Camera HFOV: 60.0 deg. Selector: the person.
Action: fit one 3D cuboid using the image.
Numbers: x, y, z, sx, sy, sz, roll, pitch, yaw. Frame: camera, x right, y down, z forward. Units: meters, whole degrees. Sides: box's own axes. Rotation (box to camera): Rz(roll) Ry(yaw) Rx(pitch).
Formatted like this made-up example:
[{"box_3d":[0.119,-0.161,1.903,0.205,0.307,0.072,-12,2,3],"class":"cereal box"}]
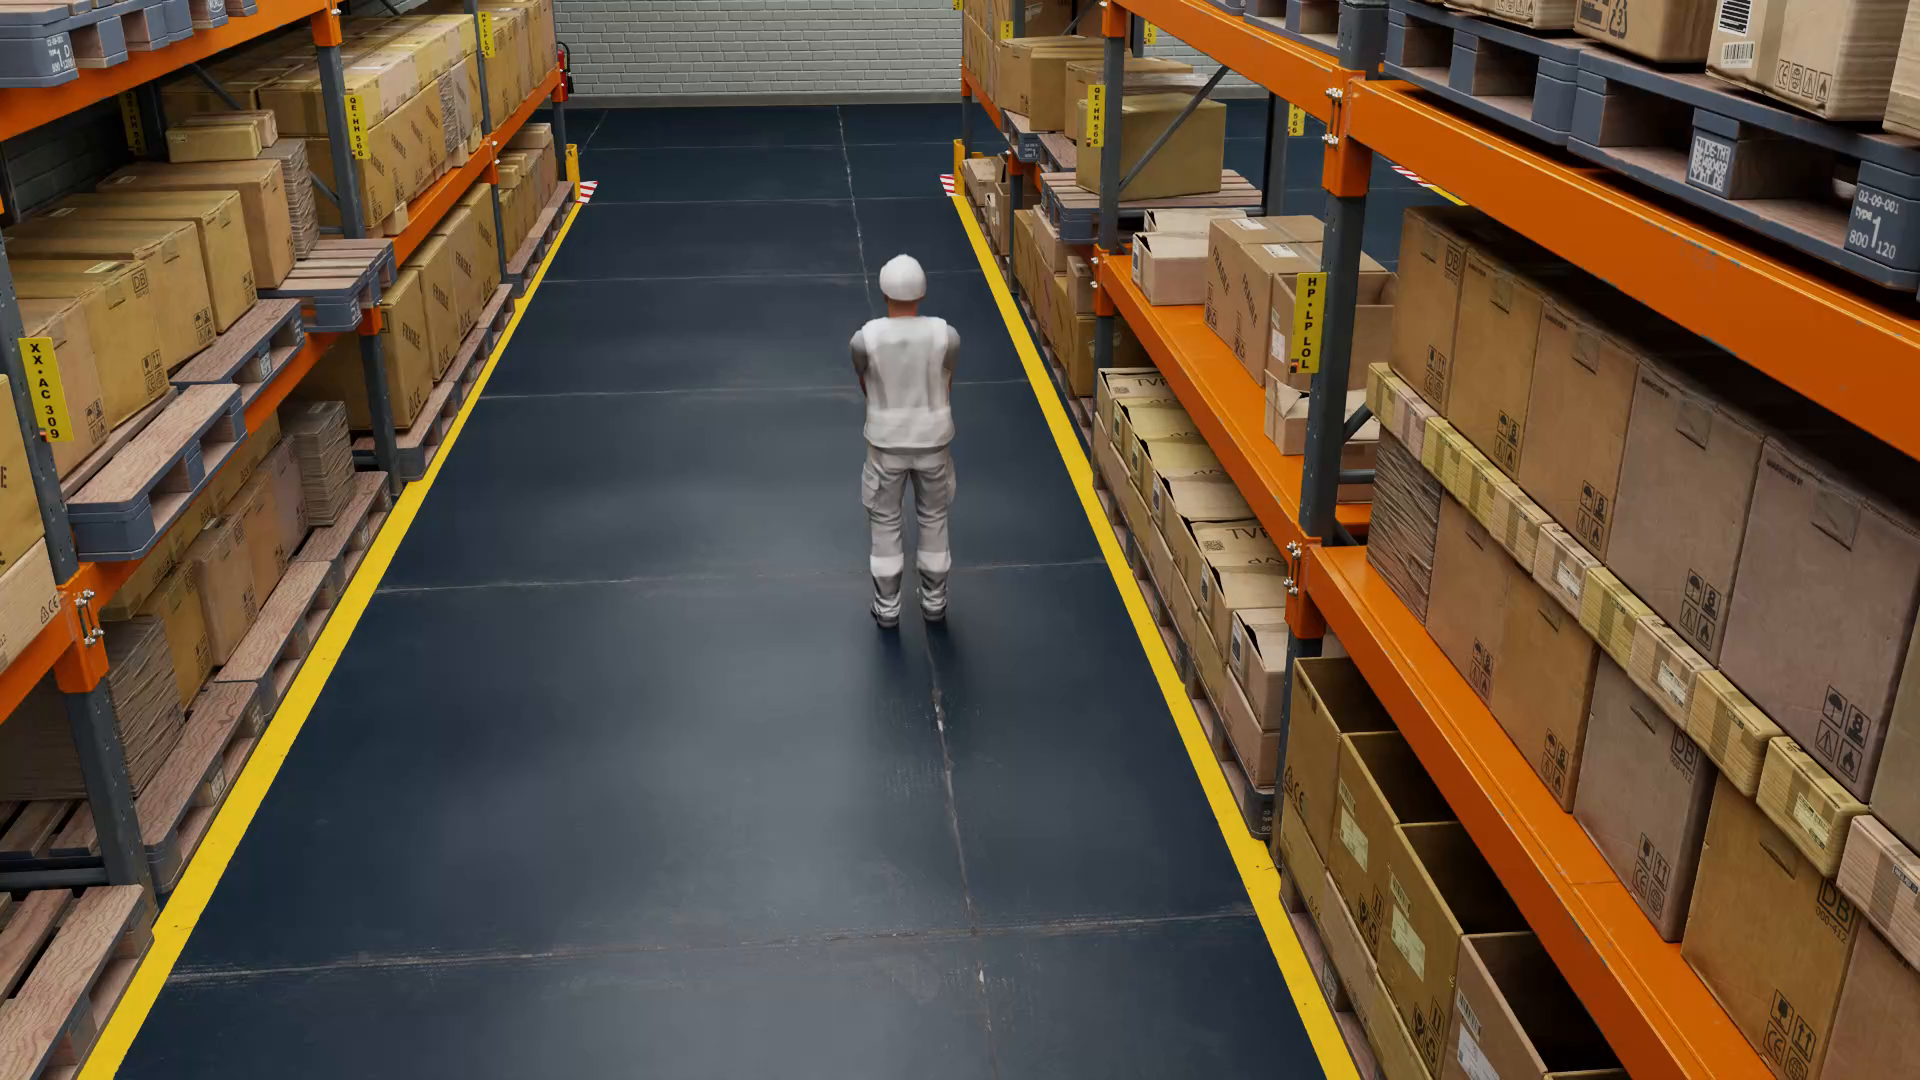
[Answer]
[{"box_3d":[-0.252,-0.476,7.673,0.493,1.782,0.561,-2,24,-4],"class":"person"}]
